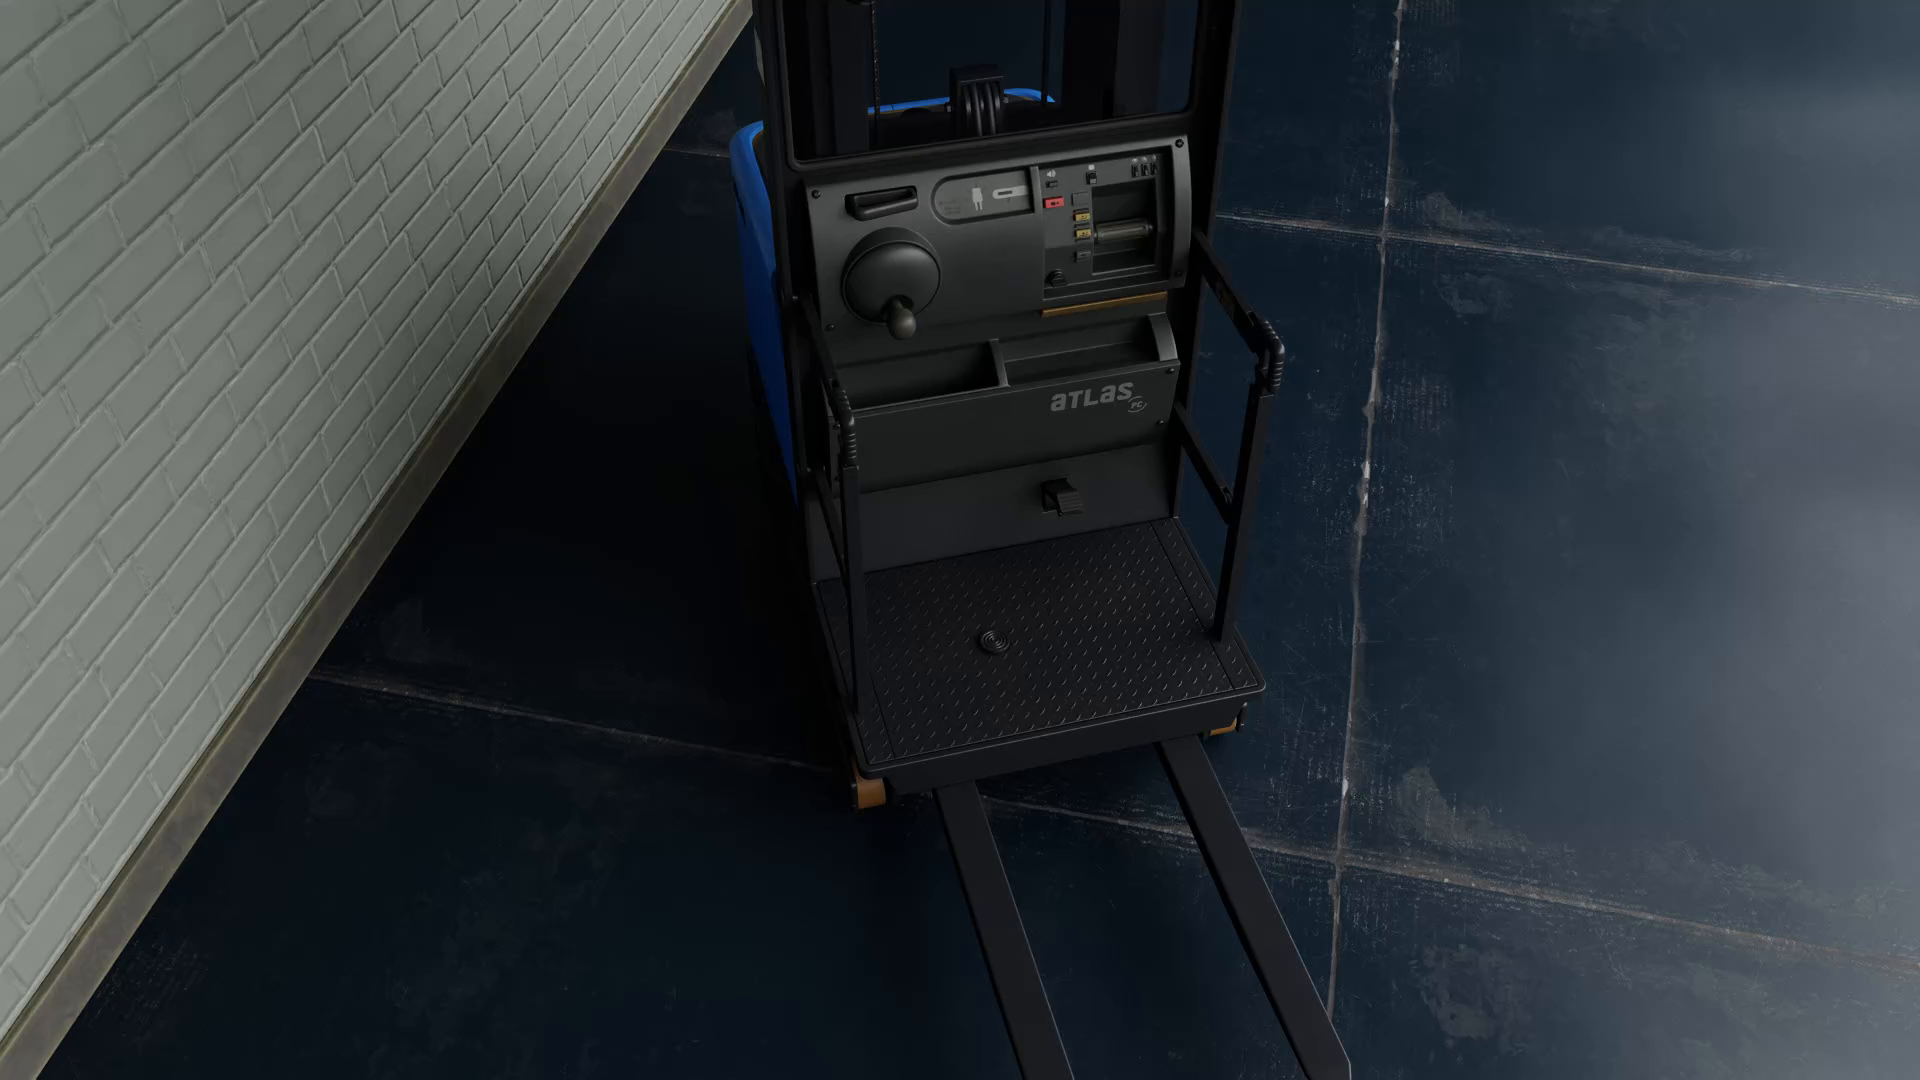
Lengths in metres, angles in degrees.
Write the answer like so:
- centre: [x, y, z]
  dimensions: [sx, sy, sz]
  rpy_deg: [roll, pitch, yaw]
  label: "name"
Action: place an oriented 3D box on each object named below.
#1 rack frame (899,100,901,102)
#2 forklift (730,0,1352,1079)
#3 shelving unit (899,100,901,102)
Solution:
- centre: [-0.167, -1.036, 5.677]
  dimensions: [0.006, 0.900, 0.240]
  rpy_deg: [-10, 45, -11]
  label: "rack frame"
- centre: [0.159, -0.635, 3.796]
  dimensions: [1.130, 2.935, 3.031]
  rpy_deg: [-10, 45, -11]
  label: "forklift"
- centre: [-0.265, -1.018, 5.659]
  dimensions: [0.210, 0.900, 0.258]
  rpy_deg: [-10, 45, -11]
  label: "shelving unit"
